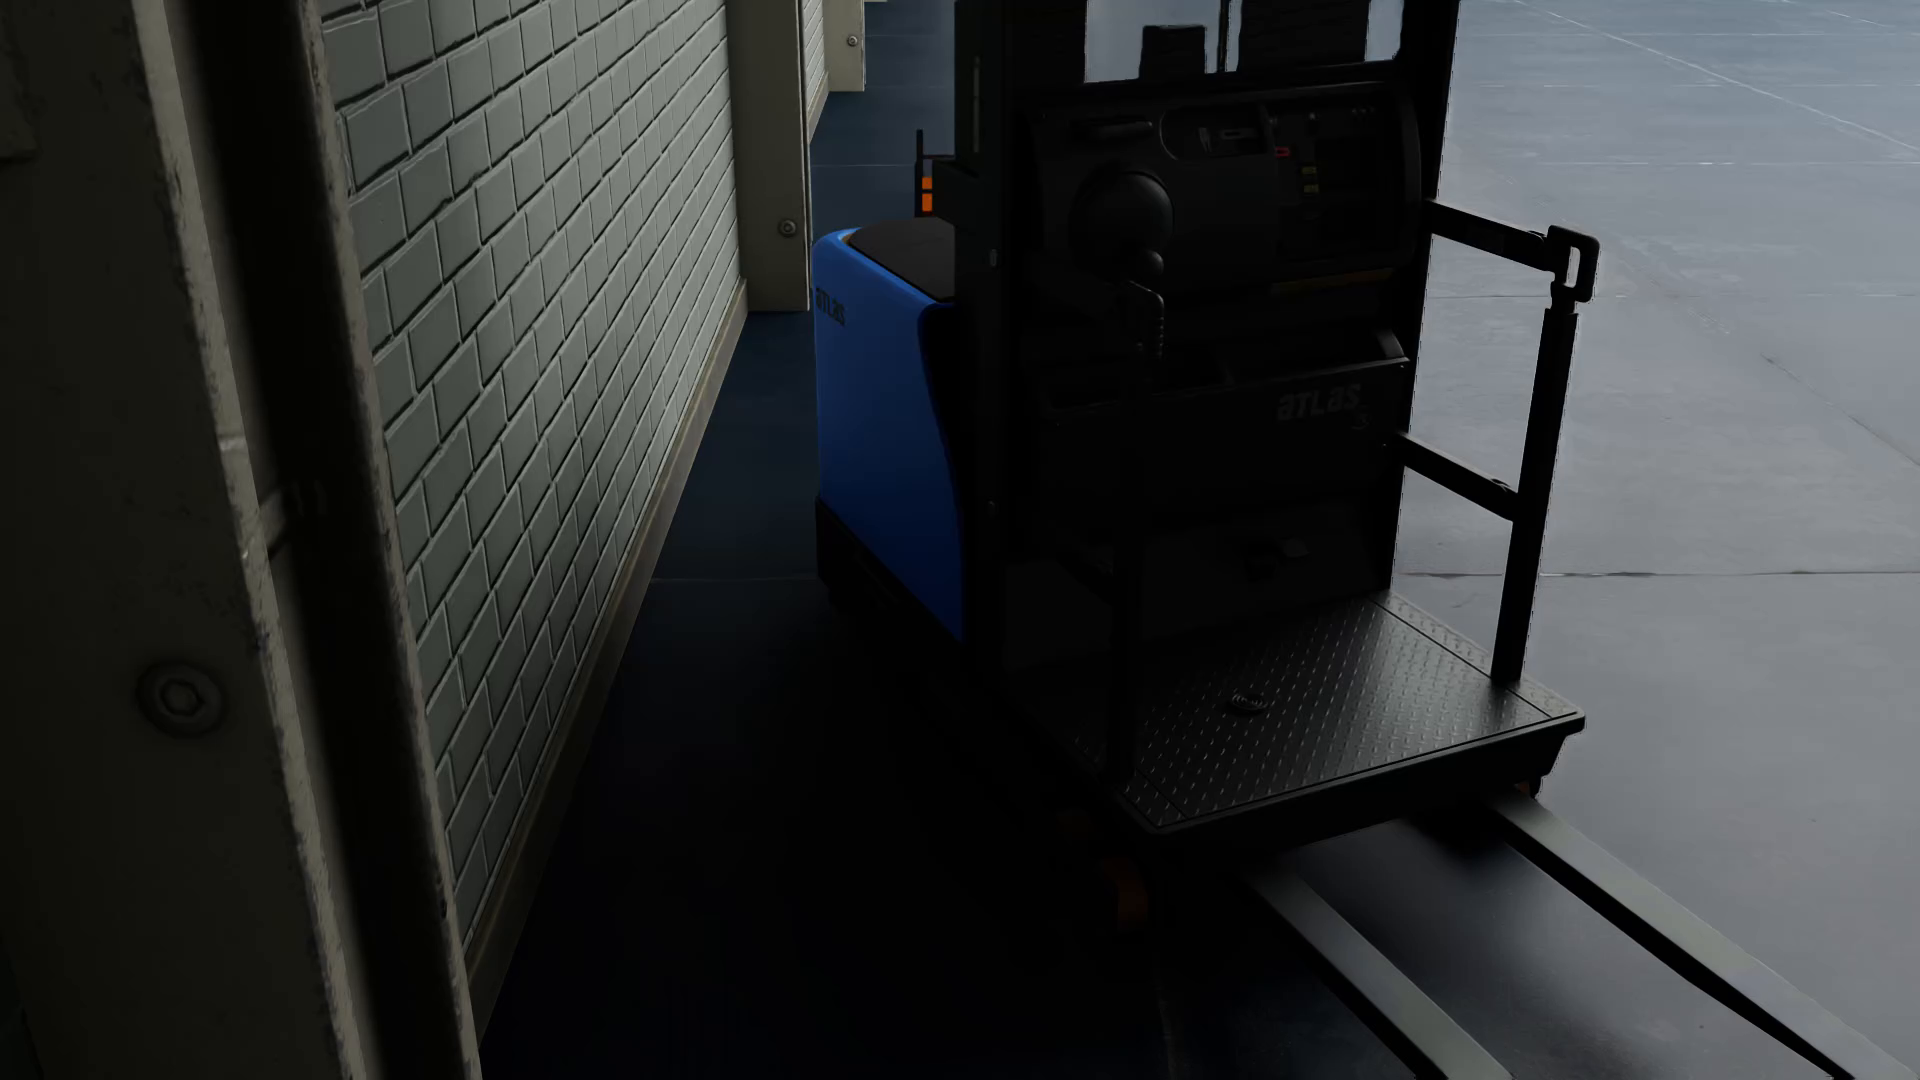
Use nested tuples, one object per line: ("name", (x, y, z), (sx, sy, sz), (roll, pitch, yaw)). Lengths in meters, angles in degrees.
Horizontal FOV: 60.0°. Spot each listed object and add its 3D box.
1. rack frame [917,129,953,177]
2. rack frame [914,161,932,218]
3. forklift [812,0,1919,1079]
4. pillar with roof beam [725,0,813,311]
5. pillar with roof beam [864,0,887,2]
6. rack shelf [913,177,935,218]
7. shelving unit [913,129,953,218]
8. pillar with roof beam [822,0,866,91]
("rack frame", (-0.015, -0.724, 5.395), (0.240, 1.200, 0.015), (0, 24, -1))
("rack frame", (-0.009, -0.523, 4.951), (0.240, 1.200, 0.015), (0, 24, -1))
("forklift", (0.657, -0.721, 3.287), (1.130, 2.935, 3.031), (-11, 26, -22))
("pillar with roof beam", (3.460, -5.240, 5.916), (9.100, 9.000, 0.400), (0, 24, -1))
("pillar with roof beam", (3.329, -10.185, 16.849), (9.100, 9.000, 0.400), (0, 24, -1))
("rack shelf", (-0.012, -0.982, 5.011), (0.258, 0.148, 0.480), (0, 24, -1))
("shelving unit", (-0.012, -0.624, 5.173), (0.258, 1.200, 0.503), (0, 24, -1))
("pillar with roof beam", (3.395, -7.713, 11.383), (9.100, 9.000, 0.400), (0, 24, -1))
